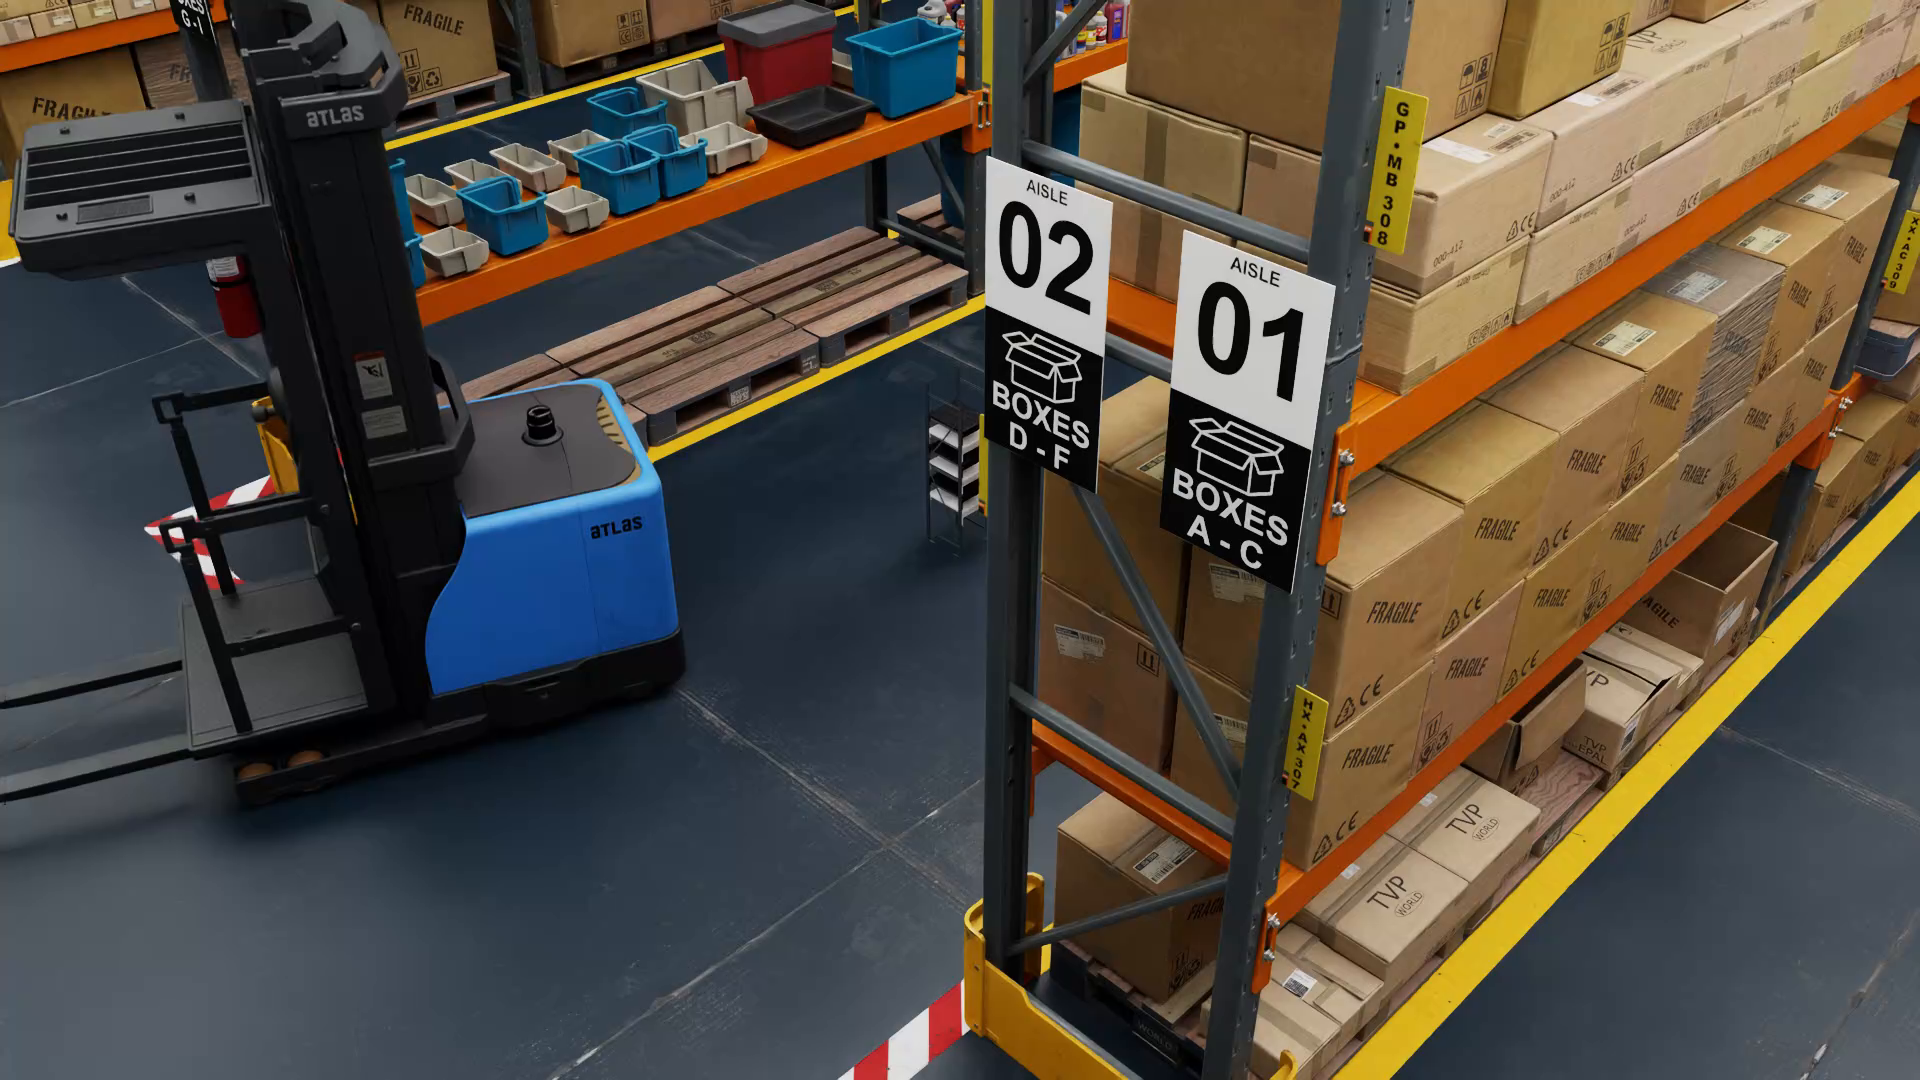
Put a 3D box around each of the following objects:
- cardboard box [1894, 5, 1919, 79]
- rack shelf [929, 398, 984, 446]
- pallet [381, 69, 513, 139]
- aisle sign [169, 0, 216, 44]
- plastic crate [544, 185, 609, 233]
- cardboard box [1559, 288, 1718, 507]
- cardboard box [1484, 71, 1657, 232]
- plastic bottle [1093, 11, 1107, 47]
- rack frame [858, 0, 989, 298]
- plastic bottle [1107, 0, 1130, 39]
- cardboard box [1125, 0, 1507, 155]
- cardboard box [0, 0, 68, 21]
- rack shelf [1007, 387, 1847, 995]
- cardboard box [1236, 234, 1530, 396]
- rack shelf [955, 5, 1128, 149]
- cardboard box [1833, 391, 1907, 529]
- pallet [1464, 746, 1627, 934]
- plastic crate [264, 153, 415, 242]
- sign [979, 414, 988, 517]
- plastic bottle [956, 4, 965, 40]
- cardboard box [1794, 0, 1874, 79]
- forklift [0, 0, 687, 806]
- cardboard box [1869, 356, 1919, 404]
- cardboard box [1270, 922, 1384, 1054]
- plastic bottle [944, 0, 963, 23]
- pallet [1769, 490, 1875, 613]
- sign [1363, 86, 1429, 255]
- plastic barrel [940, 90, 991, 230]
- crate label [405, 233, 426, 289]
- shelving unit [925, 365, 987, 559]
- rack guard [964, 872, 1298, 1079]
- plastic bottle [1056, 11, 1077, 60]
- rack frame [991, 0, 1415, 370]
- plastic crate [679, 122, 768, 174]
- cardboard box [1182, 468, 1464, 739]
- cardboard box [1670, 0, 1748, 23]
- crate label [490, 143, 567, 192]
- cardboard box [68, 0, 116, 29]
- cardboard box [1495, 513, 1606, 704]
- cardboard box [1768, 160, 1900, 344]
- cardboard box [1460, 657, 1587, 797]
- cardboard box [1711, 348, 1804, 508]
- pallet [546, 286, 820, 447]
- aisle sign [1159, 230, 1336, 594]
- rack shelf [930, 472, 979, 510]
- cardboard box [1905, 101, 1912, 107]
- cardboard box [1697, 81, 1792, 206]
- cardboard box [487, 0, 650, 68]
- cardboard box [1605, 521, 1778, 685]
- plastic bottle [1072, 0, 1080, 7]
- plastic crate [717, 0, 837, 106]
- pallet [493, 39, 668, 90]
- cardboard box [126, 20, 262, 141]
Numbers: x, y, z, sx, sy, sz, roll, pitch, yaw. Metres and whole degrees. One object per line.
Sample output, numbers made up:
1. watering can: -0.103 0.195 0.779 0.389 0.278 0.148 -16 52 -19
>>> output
1. cardboard box: 3.135 -1.844 5.781 0.500 0.250 0.500 30 45 35
2. rack shelf: -0.006 -0.560 7.852 0.258 0.077 0.200 30 45 35
3. pallet: -4.330 -3.553 13.160 1.003 0.211 1.213 30 45 35
4. aisle sign: -3.301 -2.509 6.953 0.394 0.787 0.004 30 45 35
5. plastic crate: -1.872 -1.610 8.115 0.250 0.136 0.298 30 45 35
6. cardboard box: 2.046 -0.504 5.389 0.500 0.500 0.500 29 44 35
7. cardboard box: 1.374 -1.034 4.182 0.500 0.250 0.500 30 45 35
8. plastic bottle: 0.869 -3.194 10.382 0.097 0.201 0.097 0 35 0
9. rack frame: -0.224 -2.978 9.898 1.000 3.000 0.127 30 45 35
10. plastic bottle: 1.025 -3.337 10.522 0.152 0.276 0.135 30 45 35
11. cardboard box: 0.821 -1.253 3.841 0.700 0.500 0.500 30 45 35
12. cardboard box: -6.027 -3.497 10.513 0.500 0.250 0.500 28 44 34
13. rack shelf: 1.879 0.127 6.075 1.077 0.370 4.000 30 45 35
14. cardboard box: 1.013 -0.631 4.042 0.500 0.250 0.500 30 45 35
15. rack shelf: 1.185 -3.495 11.268 1.077 0.370 4.000 30 45 35
16. cardboard box: 4.170 -0.454 8.080 0.500 0.500 0.500 -29 44 -35
17. pallet: 1.944 0.940 6.718 1.003 0.211 1.213 30 45 35
18. plastic crate: -2.939 -1.605 7.845 0.616 0.435 0.499 30 45 35
19. sign: 0.090 -0.193 4.616 0.100 0.325 0.005 30 45 35
20. plastic bottle: 0.024 -3.274 10.497 0.097 0.201 0.097 0 35 0
21. cardboard box: 2.430 -1.643 5.056 0.500 0.250 0.500 30 45 35
22. forklift: -2.767 -0.479 6.375 3.031 2.935 1.130 -14 37 -19
23. cardboard box: 4.507 -0.947 8.131 0.500 0.250 0.500 30 45 35
24. cardboard box: 1.185 1.492 5.580 0.380 0.166 0.250 30 45 35
25. plastic bottle: -0.045 -3.333 10.508 0.061 0.283 0.133 30 45 35
26. pallet: 3.835 -0.182 8.326 1.003 0.211 1.213 30 45 35
27. sign: 0.855 -0.727 3.283 0.100 0.325 0.005 30 45 35
28. plastic barrel: 0.171 -2.504 10.685 0.600 0.901 0.708 30 45 35
29. crate label: -2.635 -1.278 7.554 0.416 0.233 0.303 30 45 35
30. shelving unit: -0.006 -0.366 7.988 0.258 0.900 0.210 30 45 35
31. rack guard: 0.524 1.638 5.464 1.175 0.500 0.348 30 45 35
32. plastic bottle: 0.630 -3.110 10.196 0.152 0.276 0.135 30 45 35
33. rack frame: 0.470 -1.817 2.989 1.000 3.000 0.127 30 45 35
34. plastic crate: -1.238 -2.066 8.769 0.293 0.136 0.466 30 45 35
35. cardboard box: 0.970 0.119 4.496 0.500 0.500 0.500 -28 44 -34
36. cardboard box: 1.928 -1.833 4.673 0.700 0.500 0.500 30 45 35
37. crate label: -2.203 -1.909 8.544 0.396 0.136 0.243 30 45 35
38. cardboard box: -5.713 -3.467 10.819 0.380 0.149 0.250 28 44 34
39. cardboard box: 1.685 0.115 5.376 0.500 0.500 0.500 29 44 35
40. cardboard box: 3.116 -1.122 6.275 0.500 0.500 0.500 -30 45 -35
41. cardboard box: 1.968 0.628 6.525 0.797 0.503 0.637 30 45 35
42. cardboard box: 2.756 -0.505 6.264 0.500 0.500 0.500 -29 44 -34
43. pallet: -1.574 -1.022 9.531 1.003 0.211 1.213 30 45 35
44. aisle sign: 0.630 -0.277 3.752 0.394 0.787 0.004 30 45 35
45. rack shelf: -0.006 -0.265 8.058 0.258 0.077 0.200 30 45 35
46. cardboard box: 4.489 -1.935 7.948 0.700 0.500 0.500 18 39 24
47. cardboard box: 2.073 -1.238 4.912 0.500 0.250 0.500 30 45 35
48. cardboard box: -3.302 -4.543 13.632 1.225 0.875 0.875 30 45 35
49. cardboard box: 3.088 0.210 7.127 0.500 0.500 0.500 30 45 35
50. plastic bottle: 0.797 -3.675 11.009 0.097 0.271 0.097 0 35 0
51. plastic crate: -1.031 -2.767 9.488 0.402 0.464 0.583 30 45 35
52. pallet: -3.249 -4.174 14.051 1.003 0.211 1.213 30 45 35
53. cardboard box: -5.522 -3.313 11.868 0.875 0.875 0.875 30 45 35
